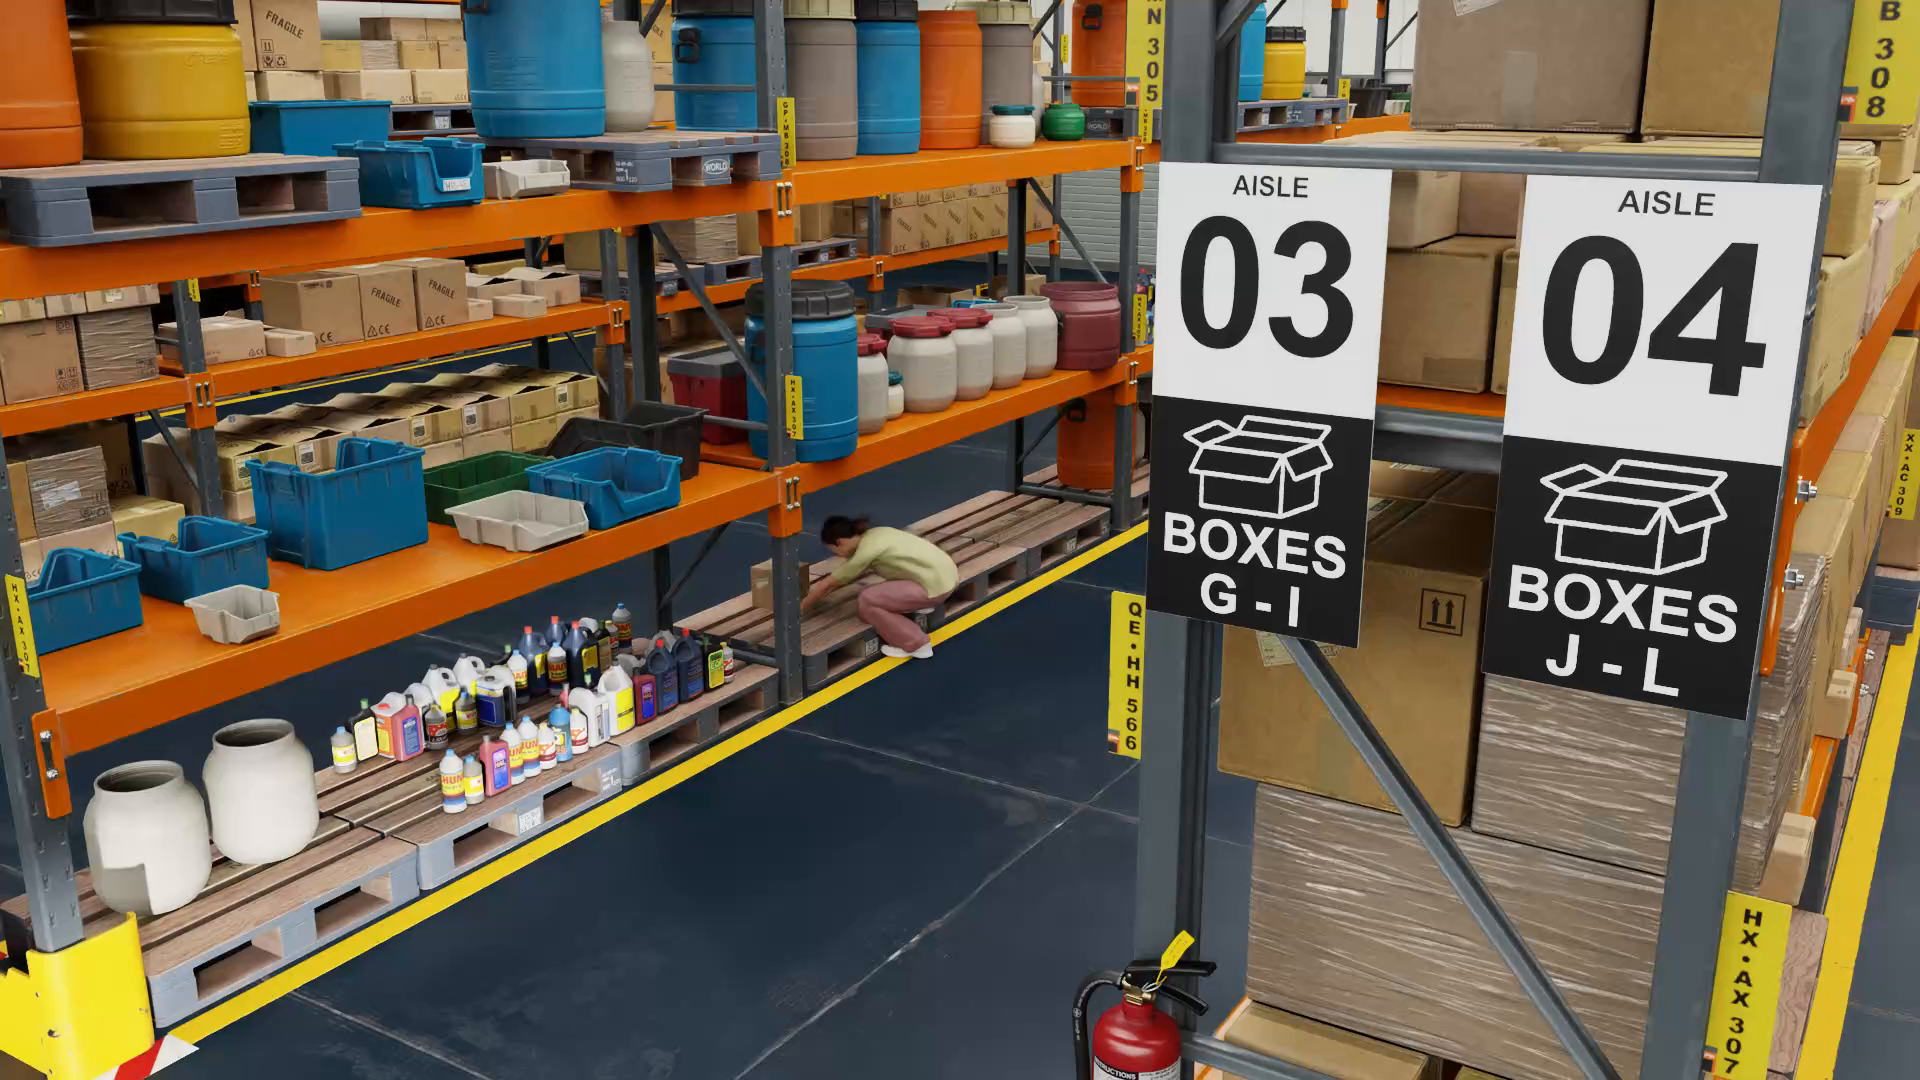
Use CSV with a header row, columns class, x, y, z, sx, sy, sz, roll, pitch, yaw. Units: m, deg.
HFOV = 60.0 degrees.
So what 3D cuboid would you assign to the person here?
class,x,y,z,sx,sy,sz,roll,pitch,yaw
person,-0.515,0.258,9.755,1.035,0.781,0.469,5,17,15
